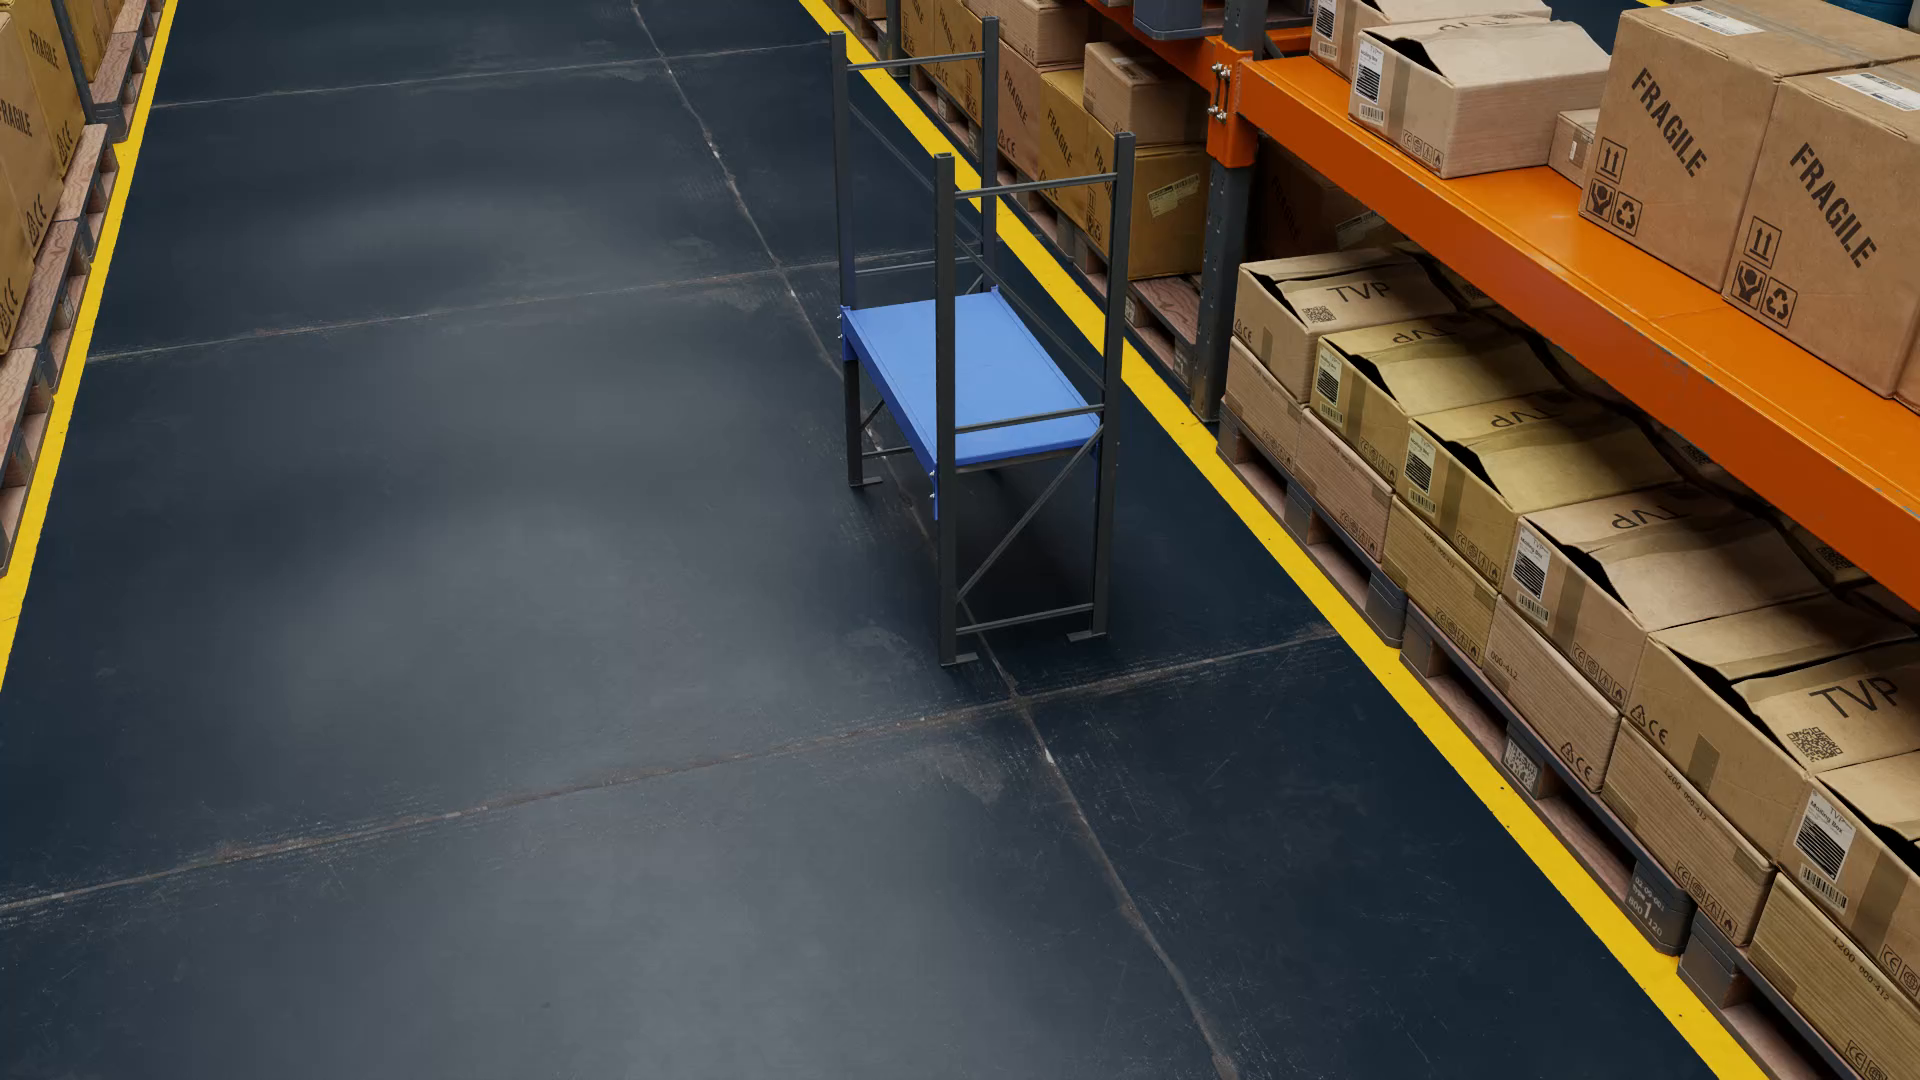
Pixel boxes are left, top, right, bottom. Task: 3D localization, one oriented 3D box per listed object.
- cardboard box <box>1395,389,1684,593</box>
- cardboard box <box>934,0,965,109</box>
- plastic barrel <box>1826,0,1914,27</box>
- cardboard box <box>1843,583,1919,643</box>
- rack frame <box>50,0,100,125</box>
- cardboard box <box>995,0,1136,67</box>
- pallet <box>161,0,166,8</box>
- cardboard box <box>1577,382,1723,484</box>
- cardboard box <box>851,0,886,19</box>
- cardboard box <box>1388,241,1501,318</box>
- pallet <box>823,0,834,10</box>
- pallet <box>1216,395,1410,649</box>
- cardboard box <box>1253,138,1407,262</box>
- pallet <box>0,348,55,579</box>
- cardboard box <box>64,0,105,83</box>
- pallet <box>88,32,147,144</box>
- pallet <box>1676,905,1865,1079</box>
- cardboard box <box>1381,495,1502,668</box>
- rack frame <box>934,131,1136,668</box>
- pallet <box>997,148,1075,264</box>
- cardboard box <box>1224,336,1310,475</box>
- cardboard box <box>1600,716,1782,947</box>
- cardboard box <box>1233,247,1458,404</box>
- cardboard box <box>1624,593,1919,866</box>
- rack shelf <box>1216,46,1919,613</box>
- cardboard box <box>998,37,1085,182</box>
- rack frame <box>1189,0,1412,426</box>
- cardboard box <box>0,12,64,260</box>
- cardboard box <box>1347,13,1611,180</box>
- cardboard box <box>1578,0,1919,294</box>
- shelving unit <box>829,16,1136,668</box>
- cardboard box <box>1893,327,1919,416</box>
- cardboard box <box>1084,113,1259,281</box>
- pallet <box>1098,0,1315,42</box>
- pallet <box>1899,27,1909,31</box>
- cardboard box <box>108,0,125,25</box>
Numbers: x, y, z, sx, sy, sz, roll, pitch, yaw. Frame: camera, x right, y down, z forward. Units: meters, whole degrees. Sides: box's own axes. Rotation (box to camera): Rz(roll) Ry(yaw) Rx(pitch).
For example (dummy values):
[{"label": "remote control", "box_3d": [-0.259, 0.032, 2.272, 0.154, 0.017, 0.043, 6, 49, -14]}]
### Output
[{"label": "cardboard box", "box_3d": [1.518, -0.166, 4.384, 0.500, 0.311, 0.500, -11, 35, -16]}, {"label": "cardboard box", "box_3d": [0.185, -2.438, 8.087, 0.500, 0.500, 0.500, -10, 35, -14]}, {"label": "plastic barrel", "box_3d": [5.180, -3.341, 9.108, 0.600, 0.901, 0.708, -10, 35, -15]}, {"label": "cardboard box", "box_3d": [2.340, 0.273, 3.720, 0.500, 0.311, 0.500, -11, 35, -16]}, {"label": "rack frame", "box_3d": [-4.621, -3.036, 7.123, 1.000, 3.000, 0.127, -10, 35, -15]}, {"label": "cardboard box", "box_3d": [0.470, -2.241, 7.109, 0.500, 0.250, 0.500, -11, 35, -16]}, {"label": "pallet", "box_3d": [-5.522, -3.566, 10.455, 1.003, 0.211, 1.213, -10, 35, -15]}, {"label": "cardboard box", "box_3d": [2.026, -0.262, 4.530, 0.500, 0.311, 0.500, -10, 35, -15]}, {"label": "cardboard box", "box_3d": [-0.348, -3.263, 9.335, 0.500, 0.500, 0.500, -10, 35, -15]}, {"label": "cardboard box", "box_3d": [1.710, -0.799, 5.343, 0.500, 0.311, 0.500, -9, 35, -13]}, {"label": "pallet", "box_3d": [-0.489, -3.710, 10.673, 1.003, 0.211, 1.213, -10, 35, -15]}, {"label": "pallet", "box_3d": [1.530, -0.168, 5.313, 1.003, 0.211, 1.213, -10, 35, -15]}, {"label": "cardboard box", "box_3d": [1.449, -1.198, 6.211, 0.500, 0.500, 0.500, -9, 34, -13]}, {"label": "pallet", "box_3d": [-3.569, -0.199, 5.359, 1.003, 0.211, 1.213, -10, 35, -15]}, {"label": "cardboard box", "box_3d": [-4.751, -2.578, 8.317, 0.700, 0.500, 0.500, -10, 35, -14]}, {"label": "pallet", "box_3d": [-4.778, -2.285, 8.516, 1.003, 0.211, 1.213, -10, 35, -15]}, {"label": "pallet", "box_3d": [2.274, 1.113, 3.375, 1.003, 0.211, 1.213, -10, 35, -15]}, {"label": "cardboard box", "box_3d": [1.514, 0.061, 4.549, 0.500, 0.250, 0.500, -11, 35, -16]}, {"label": "rack frame", "box_3d": [0.181, -0.314, 4.365, 0.500, 1.500, 0.032, -10, 35, -15]}, {"label": "pallet", "box_3d": [0.756, -1.645, 7.548, 1.003, 0.211, 1.213, -10, 35, -15]}, {"label": "cardboard box", "box_3d": [1.196, -0.474, 5.360, 0.500, 0.250, 0.500, -10, 35, -15]}, {"label": "cardboard box", "box_3d": [1.824, 0.598, 3.737, 0.500, 0.250, 0.500, -9, 35, -14]}, {"label": "cardboard box", "box_3d": [1.196, -0.708, 5.205, 0.500, 0.311, 0.500, -9, 34, -13]}, {"label": "cardboard box", "box_3d": [1.825, 0.369, 3.576, 0.500, 0.311, 0.500, -10, 35, -15]}, {"label": "rack shelf", "box_3d": [1.926, -0.420, 3.818, 1.077, 0.370, 4.000, -10, 35, -15]}, {"label": "cardboard box", "box_3d": [0.484, -1.909, 7.287, 0.500, 0.500, 0.500, -11, 35, -17]}, {"label": "rack frame", "box_3d": [1.316, -1.771, 5.209, 1.000, 3.000, 0.127, -10, 35, -15]}, {"label": "cardboard box", "box_3d": [-4.025, -1.528, 6.411, 0.750, 0.750, 0.750, -9, 35, -13]}, {"label": "cardboard box", "box_3d": [1.404, -1.231, 4.473, 0.500, 0.311, 0.500, -10, 35, -15]}, {"label": "cardboard box", "box_3d": [1.843, -0.934, 3.852, 0.500, 0.500, 0.500, -12, 35, -17]}, {"label": "shelving unit", "box_3d": [0.026, -0.581, 4.769, 0.538, 1.500, 1.048, -10, 35, -15]}, {"label": "cardboard box", "box_3d": [2.157, -0.395, 3.036, 0.500, 0.500, 0.500, -8, 34, -11]}, {"label": "cardboard box", "box_3d": [0.807, -1.363, 6.460, 0.500, 0.500, 0.500, -9, 34, -13]}, {"label": "pallet", "box_3d": [1.042, -2.035, 5.782, 1.213, 0.211, 1.003, -10, 35, -15]}, {"label": "pallet", "box_3d": [5.386, -2.485, 8.819, 1.003, 0.211, 1.213, -10, 35, -15]}, {"label": "cardboard box", "box_3d": [-5.056, -3.112, 9.125, 0.700, 0.500, 0.500, -9, 35, -14]}]
